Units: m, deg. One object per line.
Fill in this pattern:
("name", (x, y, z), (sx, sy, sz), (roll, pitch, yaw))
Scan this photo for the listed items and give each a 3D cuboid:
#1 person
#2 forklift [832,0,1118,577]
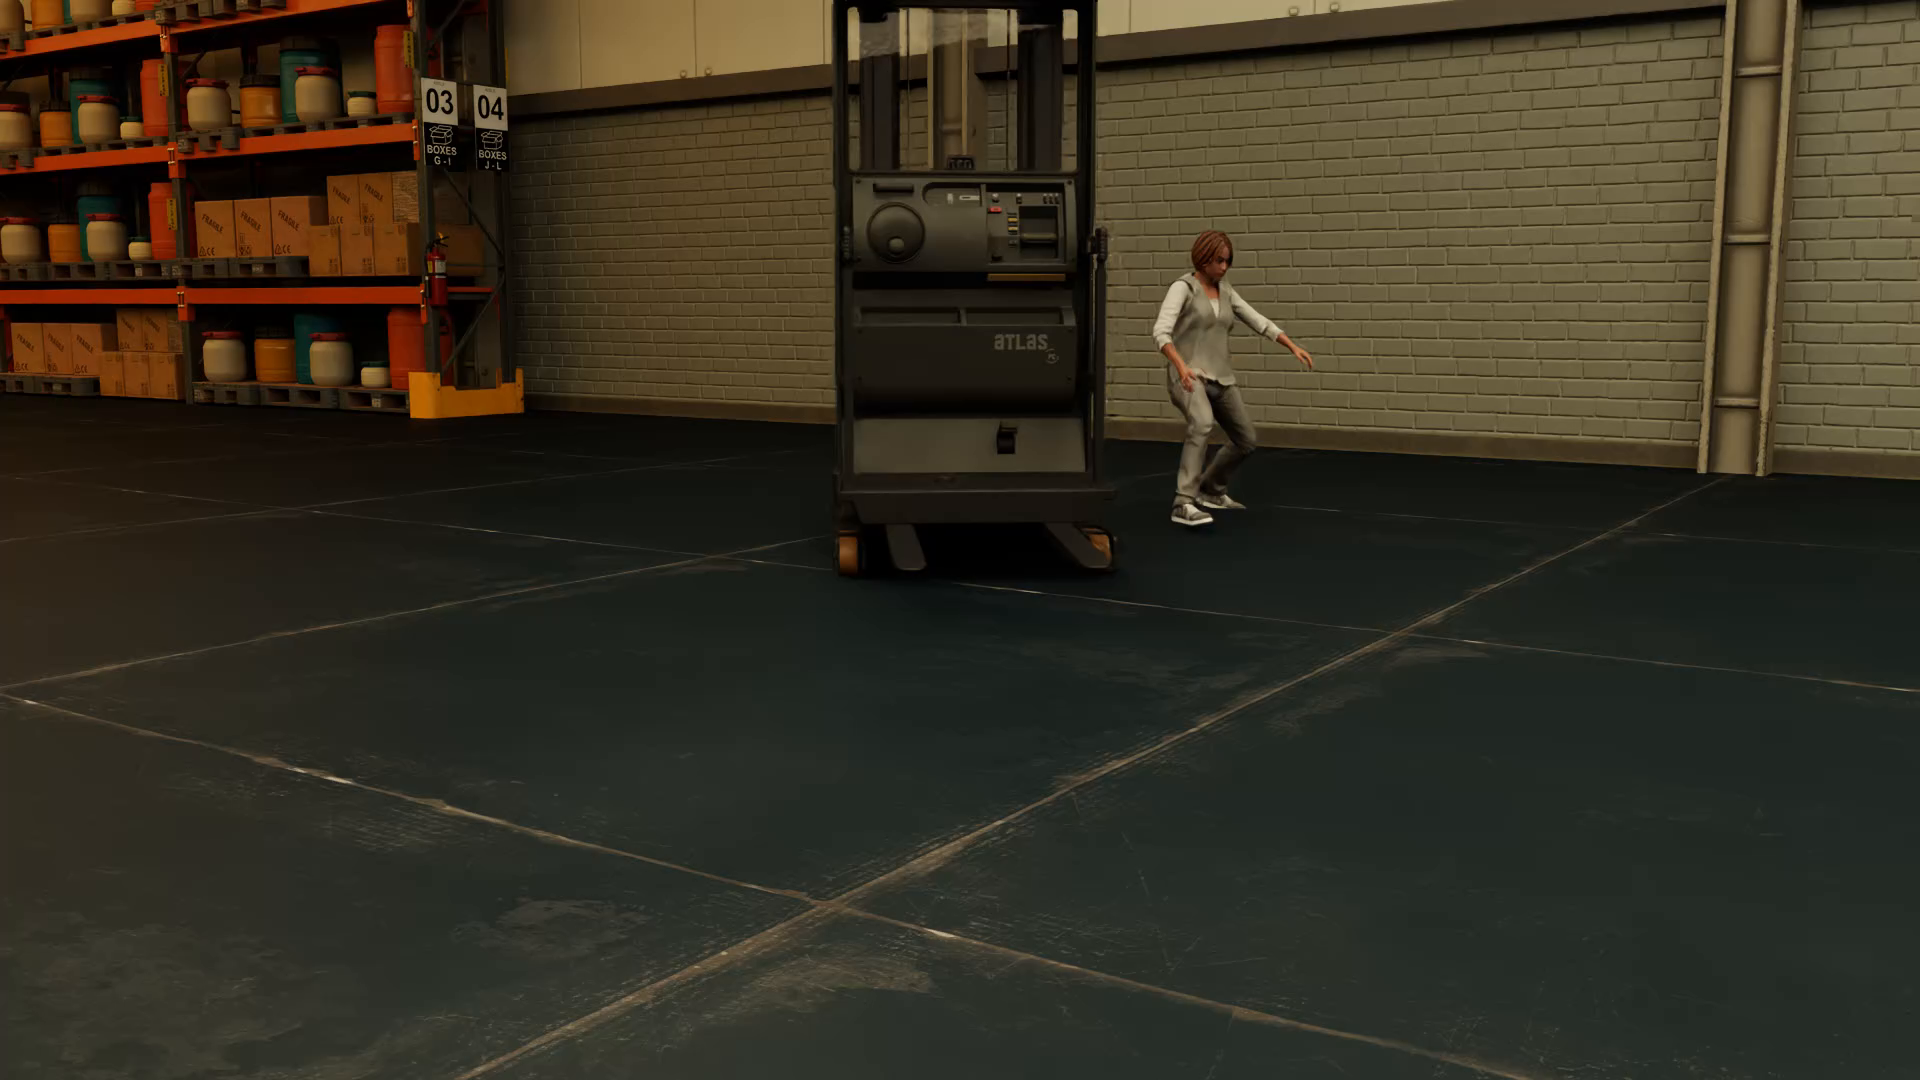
("person", (1.284, -0.803, 8.285), (0.872, 1.459, 0.820), (-5, 10, -32))
("forklift", (0.038, -1.351, 6.696), (1.130, 2.935, 3.031), (-1, 8, -4))
